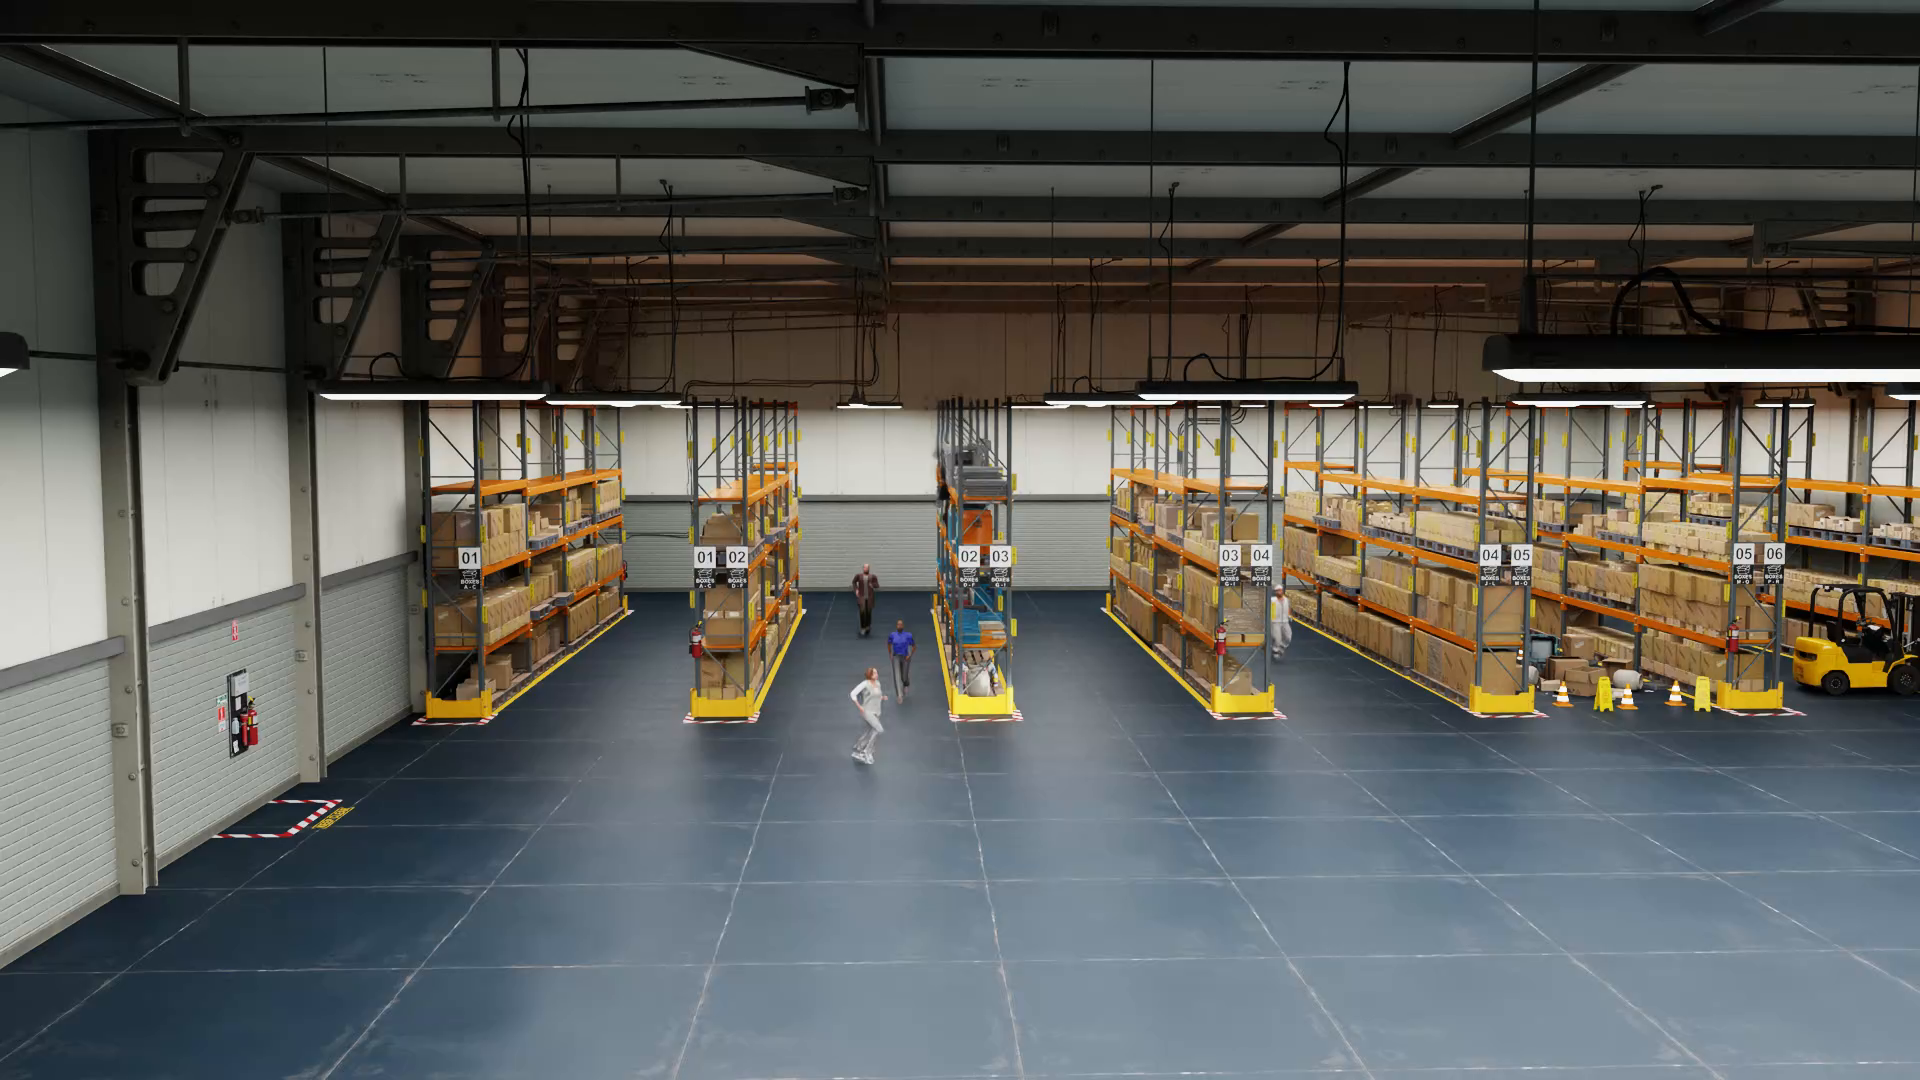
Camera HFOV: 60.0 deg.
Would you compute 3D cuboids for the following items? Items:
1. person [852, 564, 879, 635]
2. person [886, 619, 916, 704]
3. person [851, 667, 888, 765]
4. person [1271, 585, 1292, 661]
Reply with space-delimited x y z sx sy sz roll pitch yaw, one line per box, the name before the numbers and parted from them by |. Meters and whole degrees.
person | -2.425 1.528 42.852 0.682 1.841 0.801 0 4 -6
person | -1.167 2.379 32.919 0.593 1.646 0.763 0 4 3
person | -1.481 2.844 27.028 0.688 1.578 0.480 3 5 30
person | 7.338 1.902 37.955 0.640 1.746 0.606 -1 4 -11
